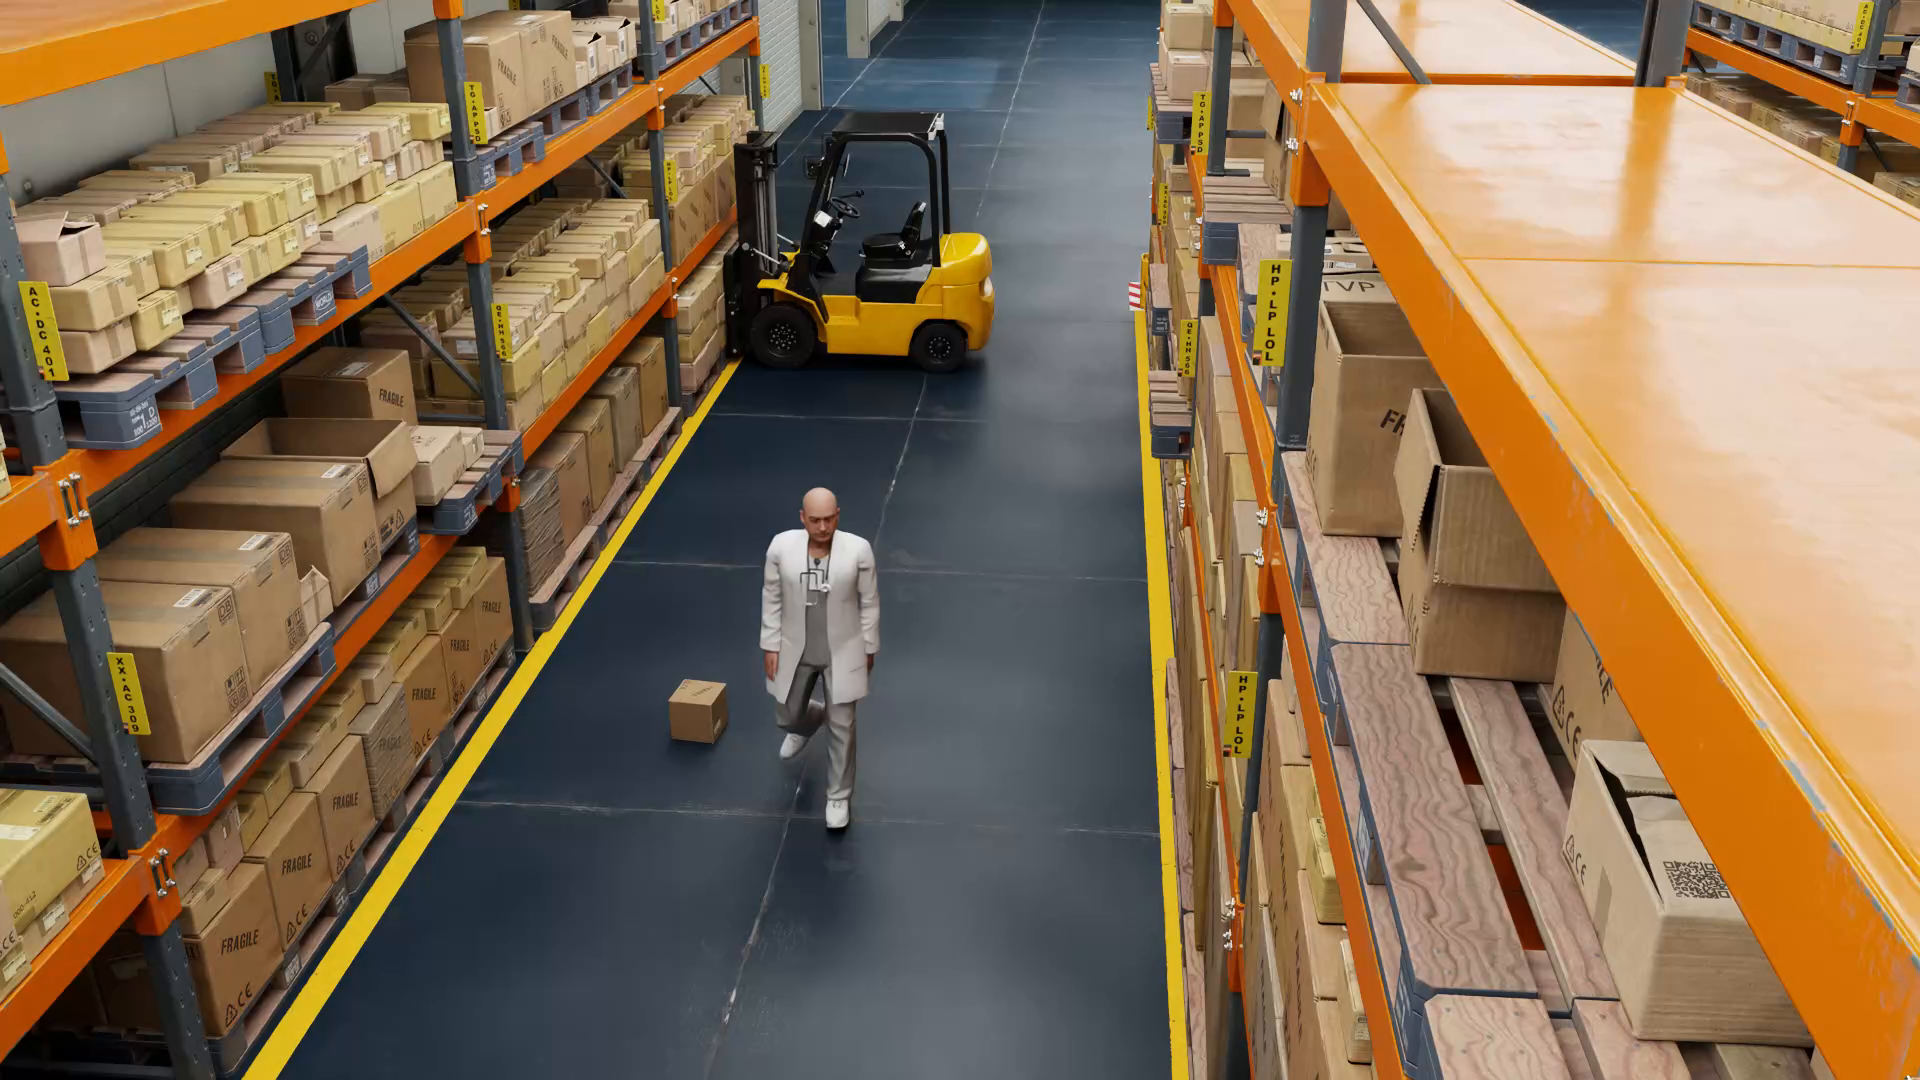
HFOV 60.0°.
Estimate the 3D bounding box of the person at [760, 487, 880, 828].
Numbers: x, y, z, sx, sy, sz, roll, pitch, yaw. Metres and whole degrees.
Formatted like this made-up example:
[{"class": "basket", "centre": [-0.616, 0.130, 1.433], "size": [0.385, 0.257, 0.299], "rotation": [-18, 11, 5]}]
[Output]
[{"class": "person", "centre": [-0.697, 0.520, 8.401], "size": [0.602, 1.772, 0.774], "rotation": [1, 24, 2]}]
